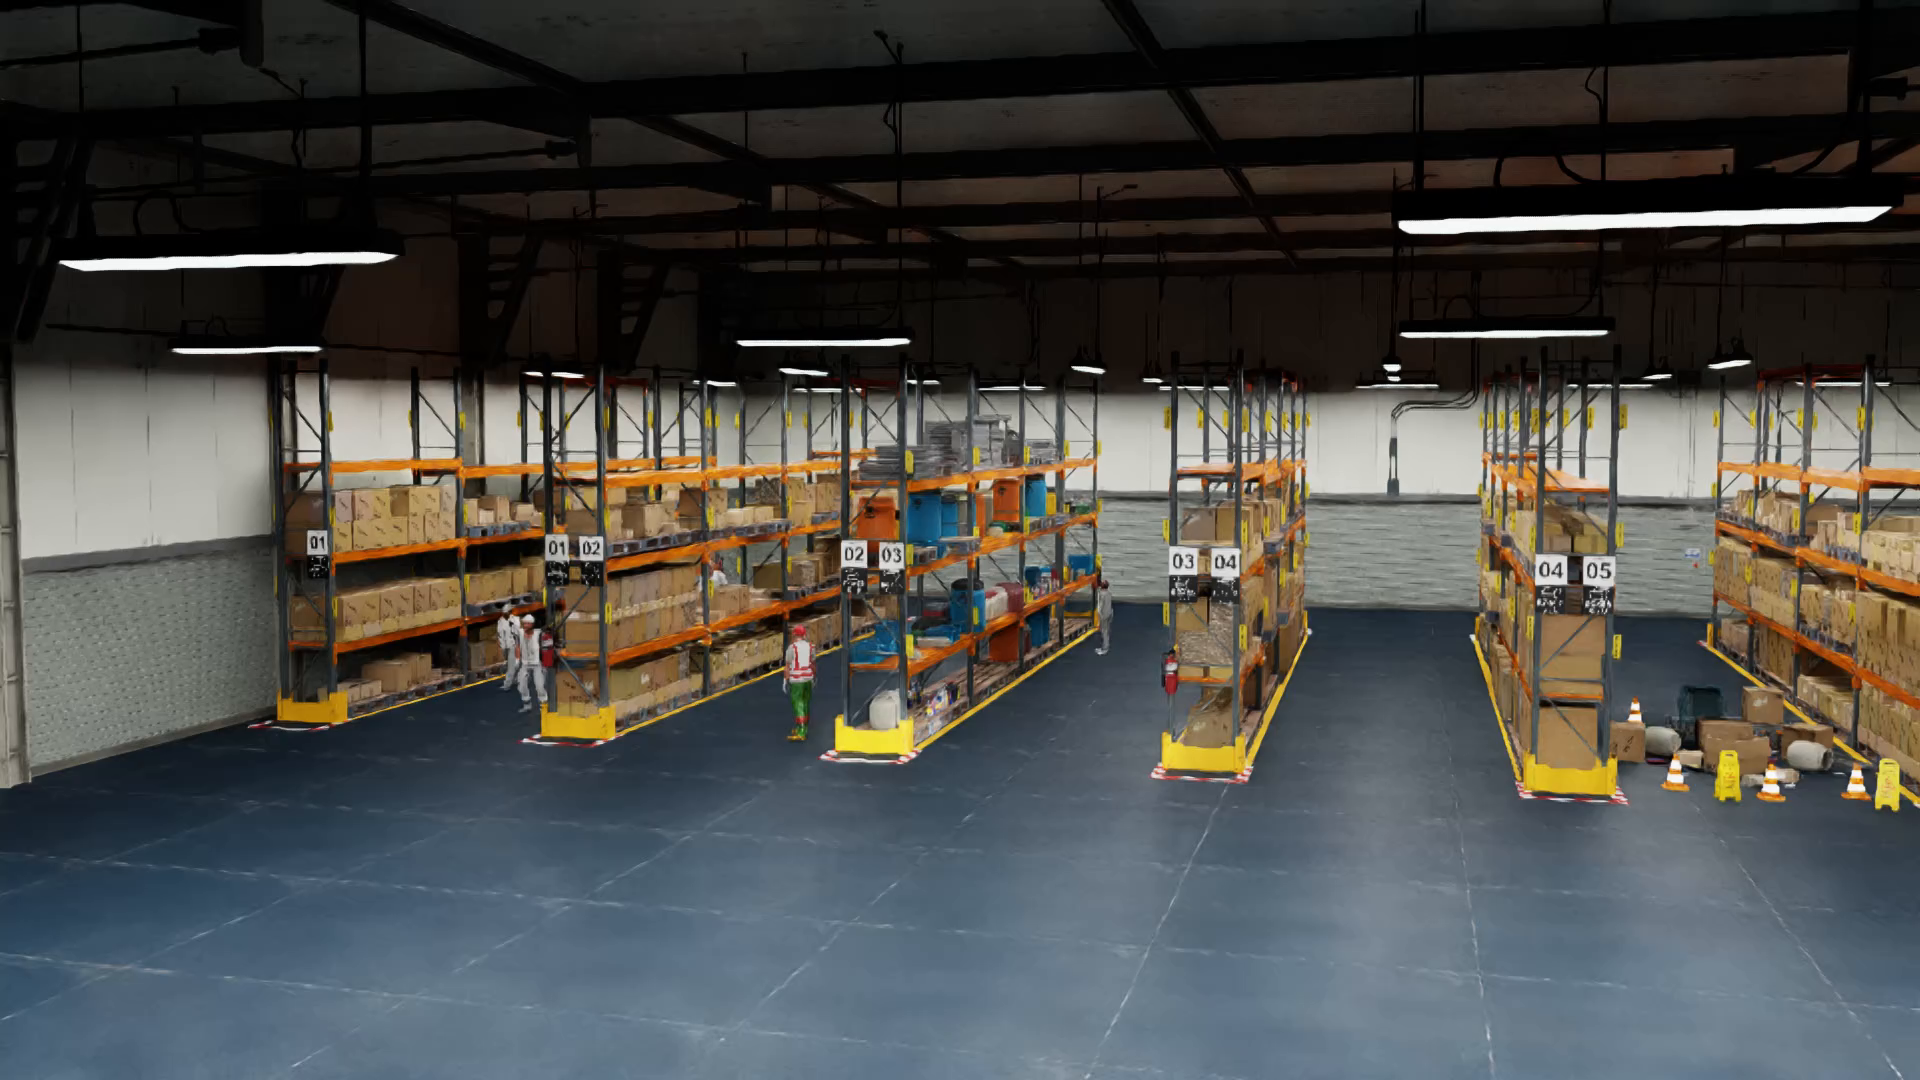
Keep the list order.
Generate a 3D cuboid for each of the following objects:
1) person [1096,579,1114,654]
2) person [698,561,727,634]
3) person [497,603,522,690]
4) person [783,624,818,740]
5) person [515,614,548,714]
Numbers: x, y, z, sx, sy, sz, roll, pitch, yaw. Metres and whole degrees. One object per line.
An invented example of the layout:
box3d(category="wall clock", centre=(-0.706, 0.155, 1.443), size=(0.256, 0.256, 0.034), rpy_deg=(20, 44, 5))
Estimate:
box3d(category="person", centre=(3.077, 1.629, 35.663), size=(0.467, 1.599, 0.454), rpy_deg=(-4, 6, -45))
box3d(category="person", centre=(-5.792, 1.339, 38.991), size=(0.729, 1.733, 0.546), rpy_deg=(1, 4, 13))
box3d(category="person", centre=(-8.422, 1.964, 31.072), size=(0.497, 1.583, 1.090), rpy_deg=(1, 4, 17))
box3d(category="person", centre=(-2.526, 2.213, 26.195), size=(0.569, 1.786, 0.653), rpy_deg=(4, 6, 44))
box3d(category="person", centre=(-7.270, 2.111, 28.249), size=(0.677, 1.741, 0.552), rpy_deg=(1, 4, 14))
